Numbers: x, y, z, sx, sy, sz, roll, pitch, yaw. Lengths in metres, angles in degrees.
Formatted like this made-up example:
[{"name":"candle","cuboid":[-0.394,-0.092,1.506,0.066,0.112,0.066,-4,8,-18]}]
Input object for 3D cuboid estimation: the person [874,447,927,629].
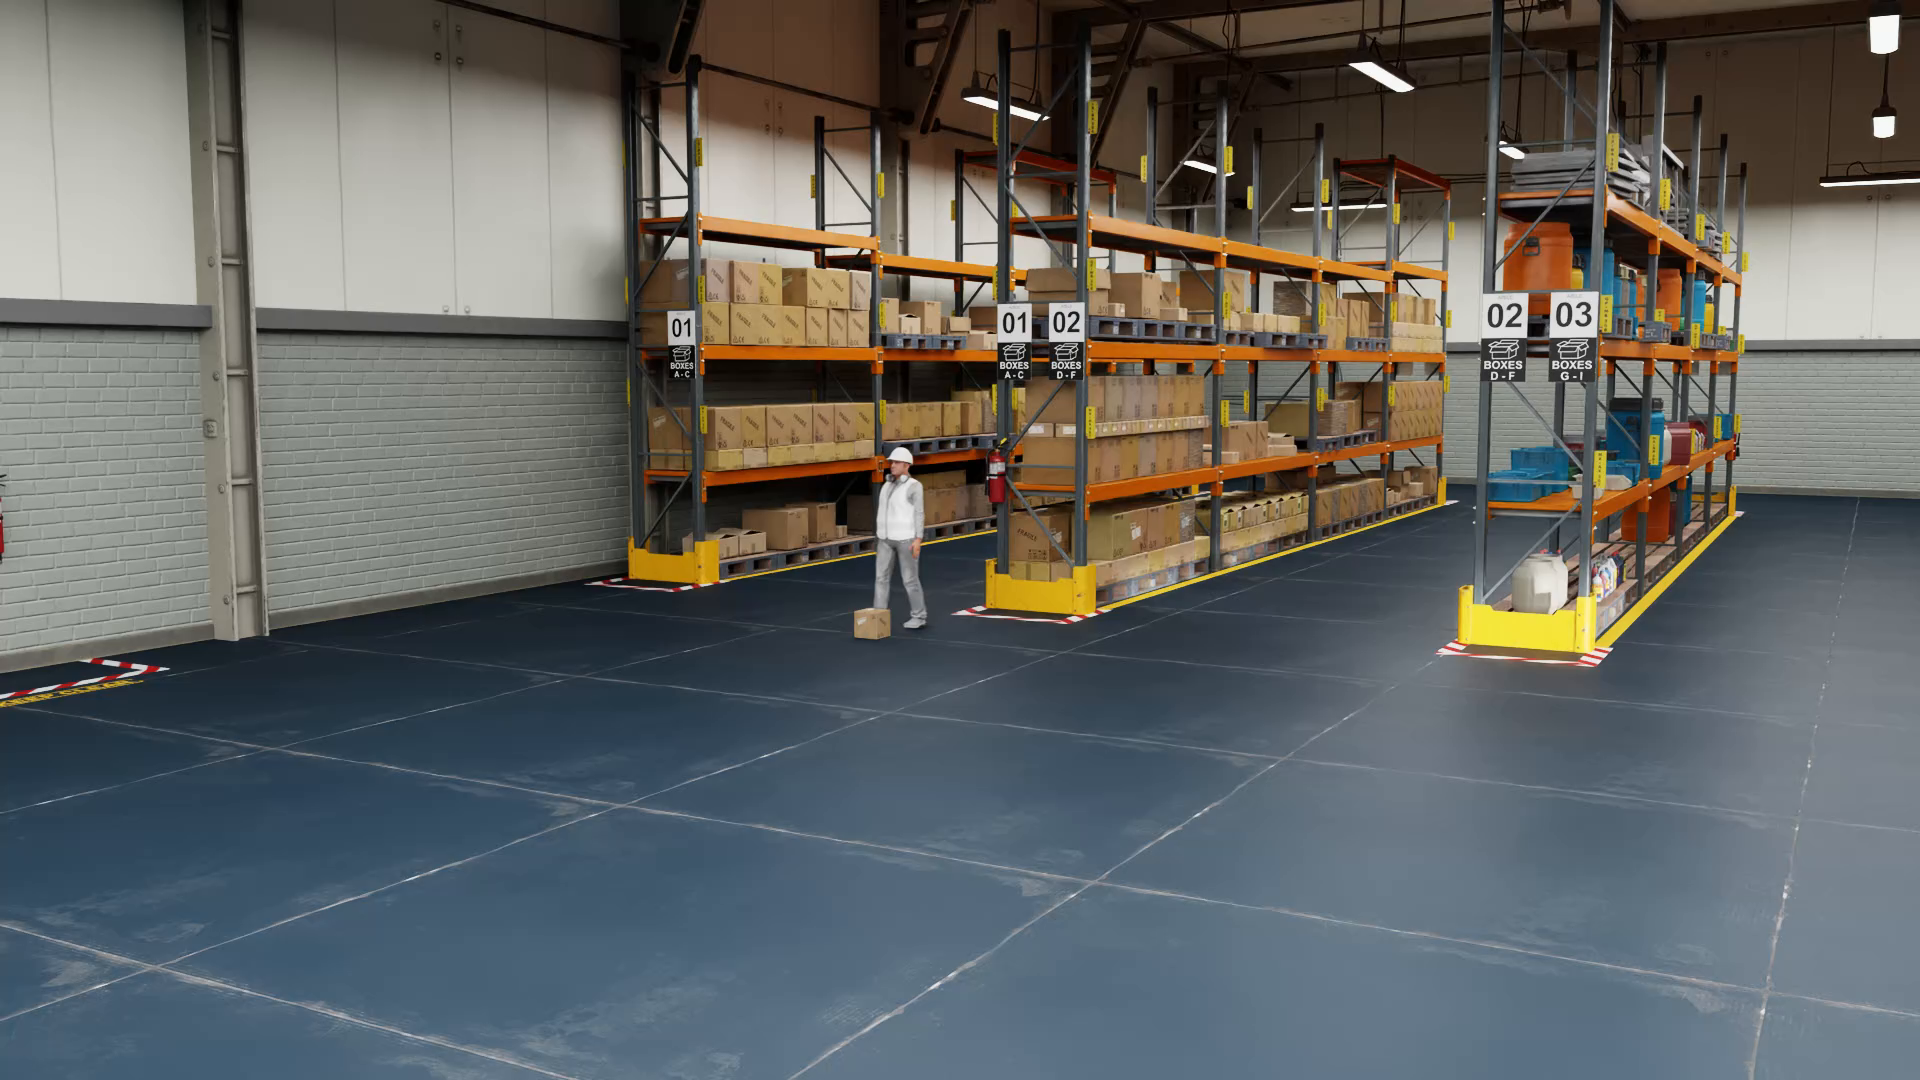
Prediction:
[{"name":"person","cuboid":[-0.630,-0.005,16.036,0.558,1.768,0.703,4,7,36]}]
